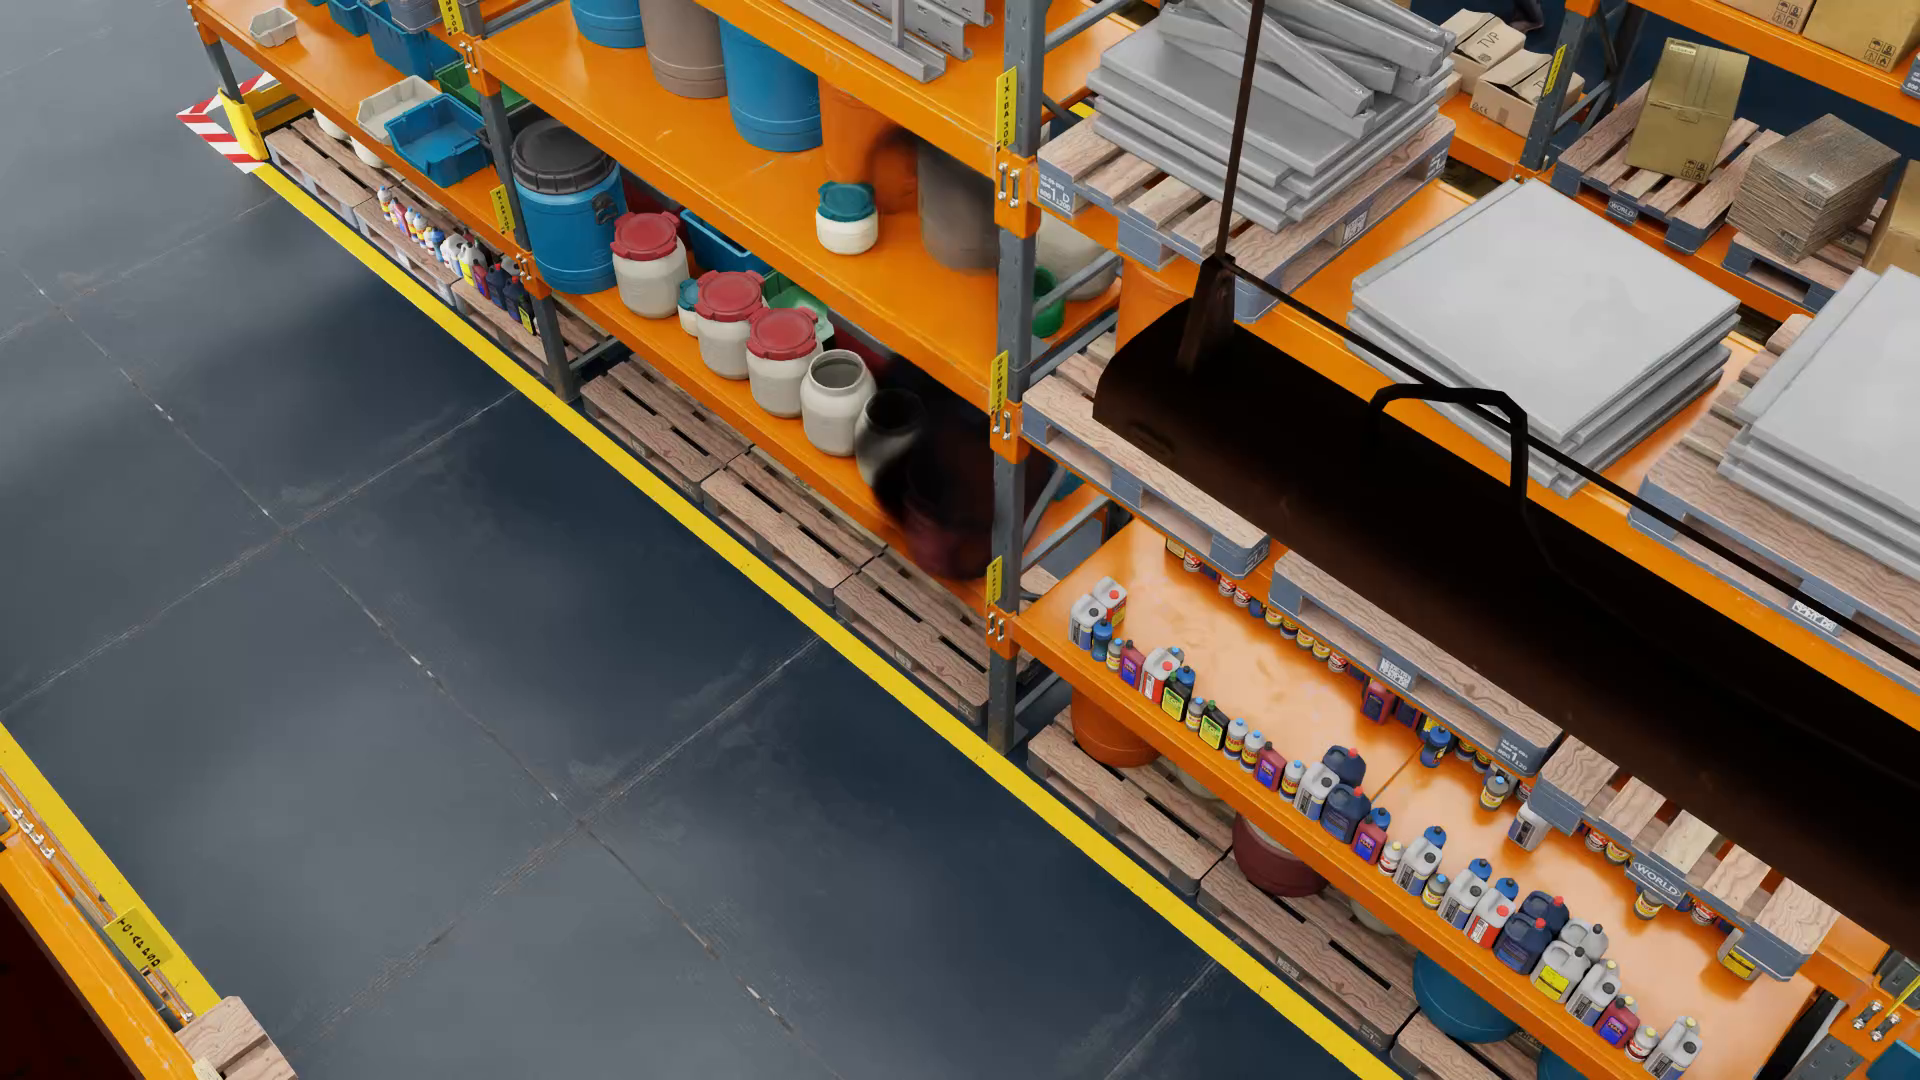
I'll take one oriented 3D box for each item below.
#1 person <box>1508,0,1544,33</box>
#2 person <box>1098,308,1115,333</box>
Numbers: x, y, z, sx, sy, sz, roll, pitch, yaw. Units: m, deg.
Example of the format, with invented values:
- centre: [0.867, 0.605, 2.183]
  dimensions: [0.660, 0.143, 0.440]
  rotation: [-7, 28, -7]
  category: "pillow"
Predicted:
- centre: [4.505, -4.917, 13.544]
  dimensions: [0.840, 1.486, 0.602]
  rotation: [16, 52, 13]
  category: "person"
- centre: [0.781, -1.895, 10.551]
  dimensions: [0.769, 1.621, 0.525]
  rotation: [37, 59, 27]
  category: "person"
